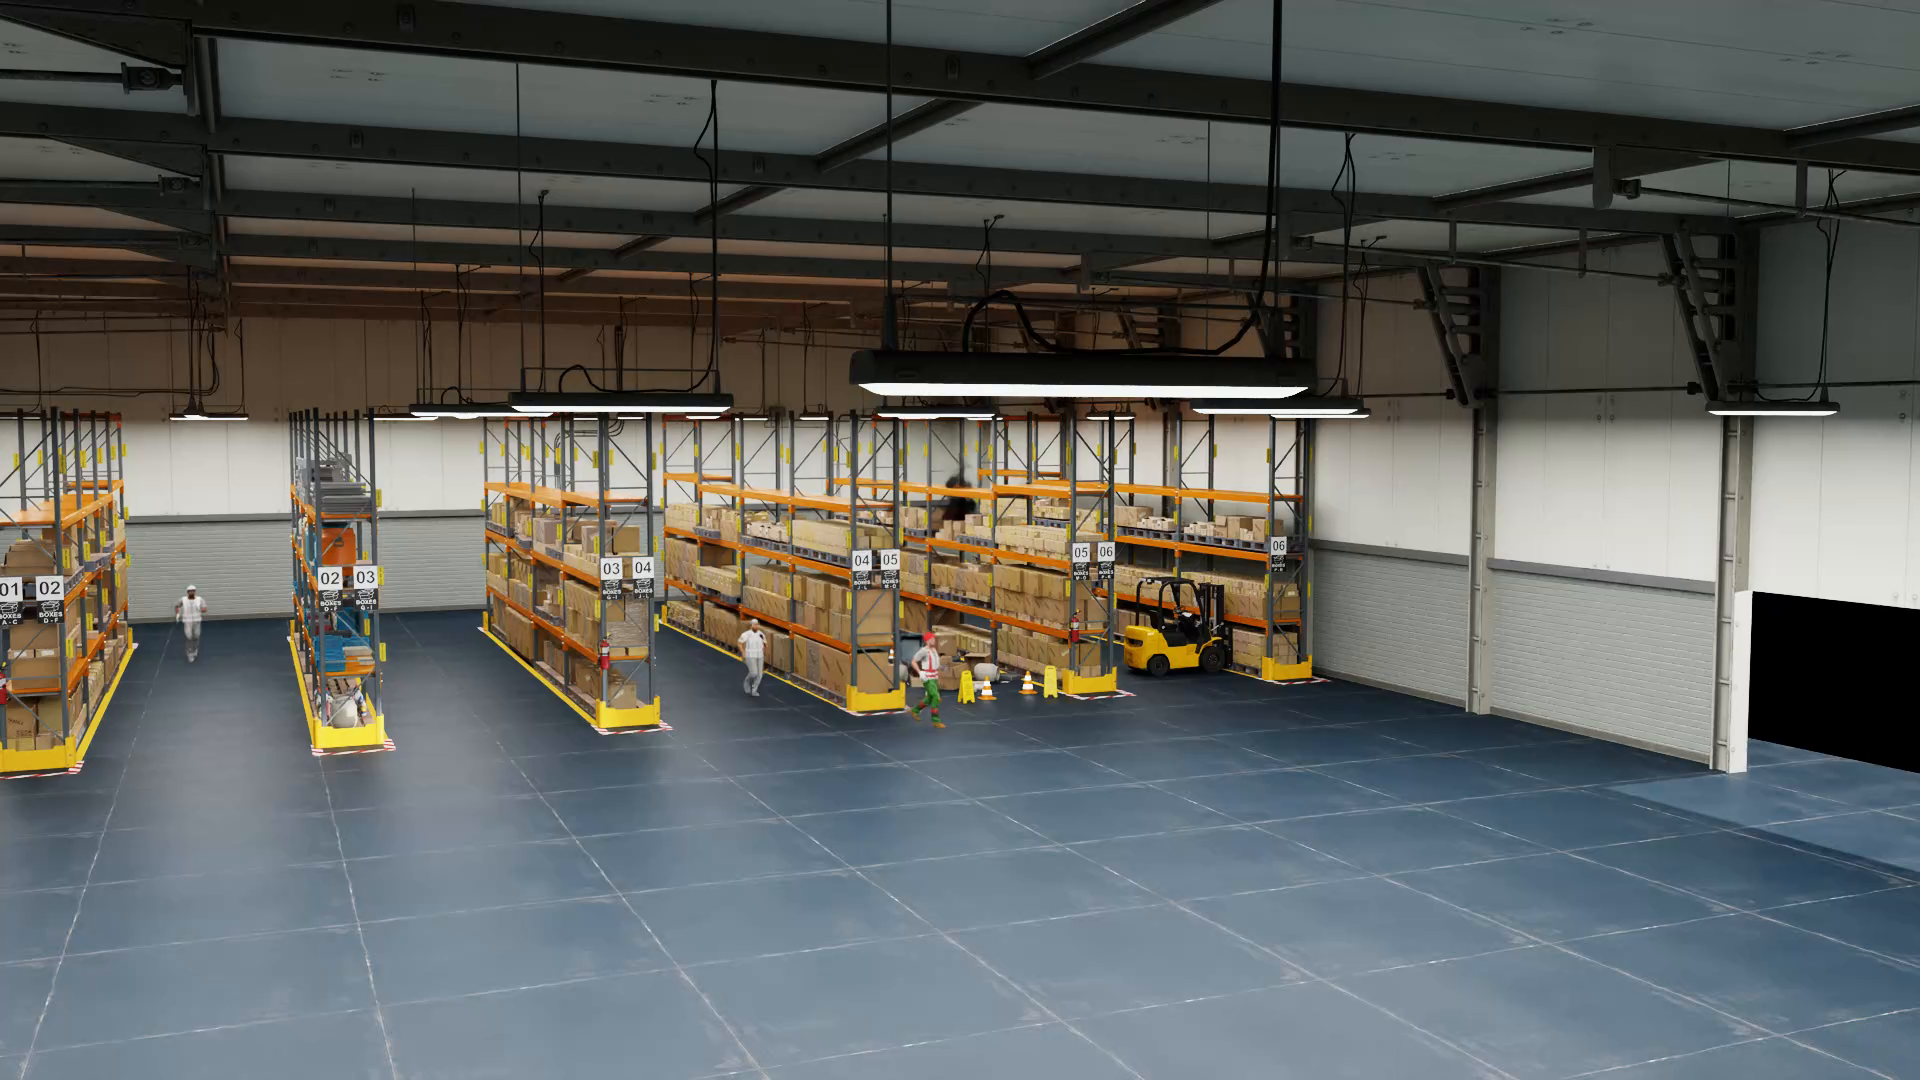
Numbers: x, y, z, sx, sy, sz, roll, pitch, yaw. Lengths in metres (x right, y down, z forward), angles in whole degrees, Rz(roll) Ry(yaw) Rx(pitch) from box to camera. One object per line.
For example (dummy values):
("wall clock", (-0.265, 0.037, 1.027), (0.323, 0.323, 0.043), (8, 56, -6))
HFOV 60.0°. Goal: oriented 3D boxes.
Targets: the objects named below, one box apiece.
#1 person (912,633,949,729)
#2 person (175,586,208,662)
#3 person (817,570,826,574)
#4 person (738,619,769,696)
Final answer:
("person", (-0.575, 2.640, 31.313), (0.819, 1.779, 0.677), (2, 4, 26))
("person", (-18.514, 1.999, 40.103), (0.667, 1.803, 0.906), (-3, 5, -33))
("person", (-4.123, 1.237, 51.296), (0.837, 1.785, 0.756), (0, 4, -4))
("person", (-4.269, 2.458, 34.802), (0.595, 1.622, 0.604), (-3, 5, -33))
